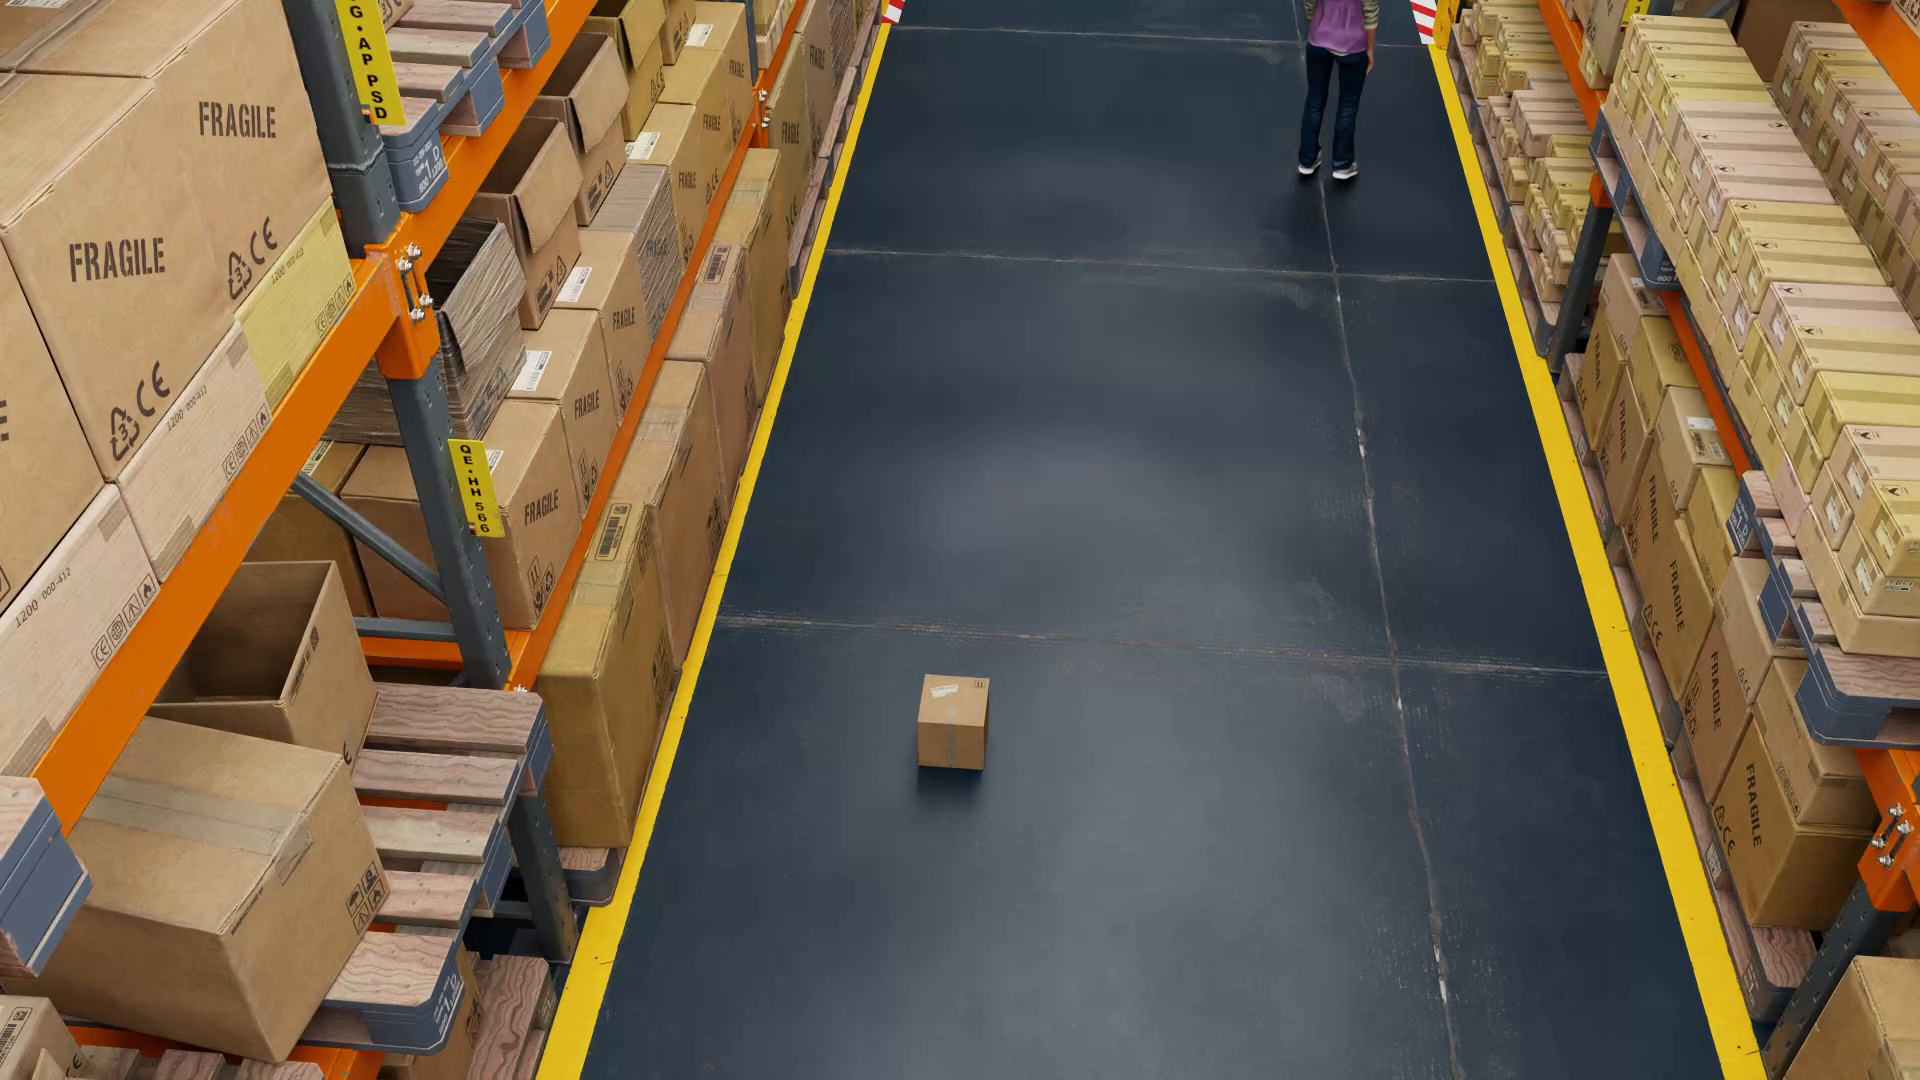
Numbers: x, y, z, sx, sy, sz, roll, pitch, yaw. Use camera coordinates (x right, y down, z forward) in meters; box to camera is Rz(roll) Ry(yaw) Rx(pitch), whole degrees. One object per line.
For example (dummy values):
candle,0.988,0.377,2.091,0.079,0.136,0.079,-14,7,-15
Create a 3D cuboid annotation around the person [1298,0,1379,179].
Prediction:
person,2.139,-2.797,9.397,0.444,1.623,0.370,18,44,20
